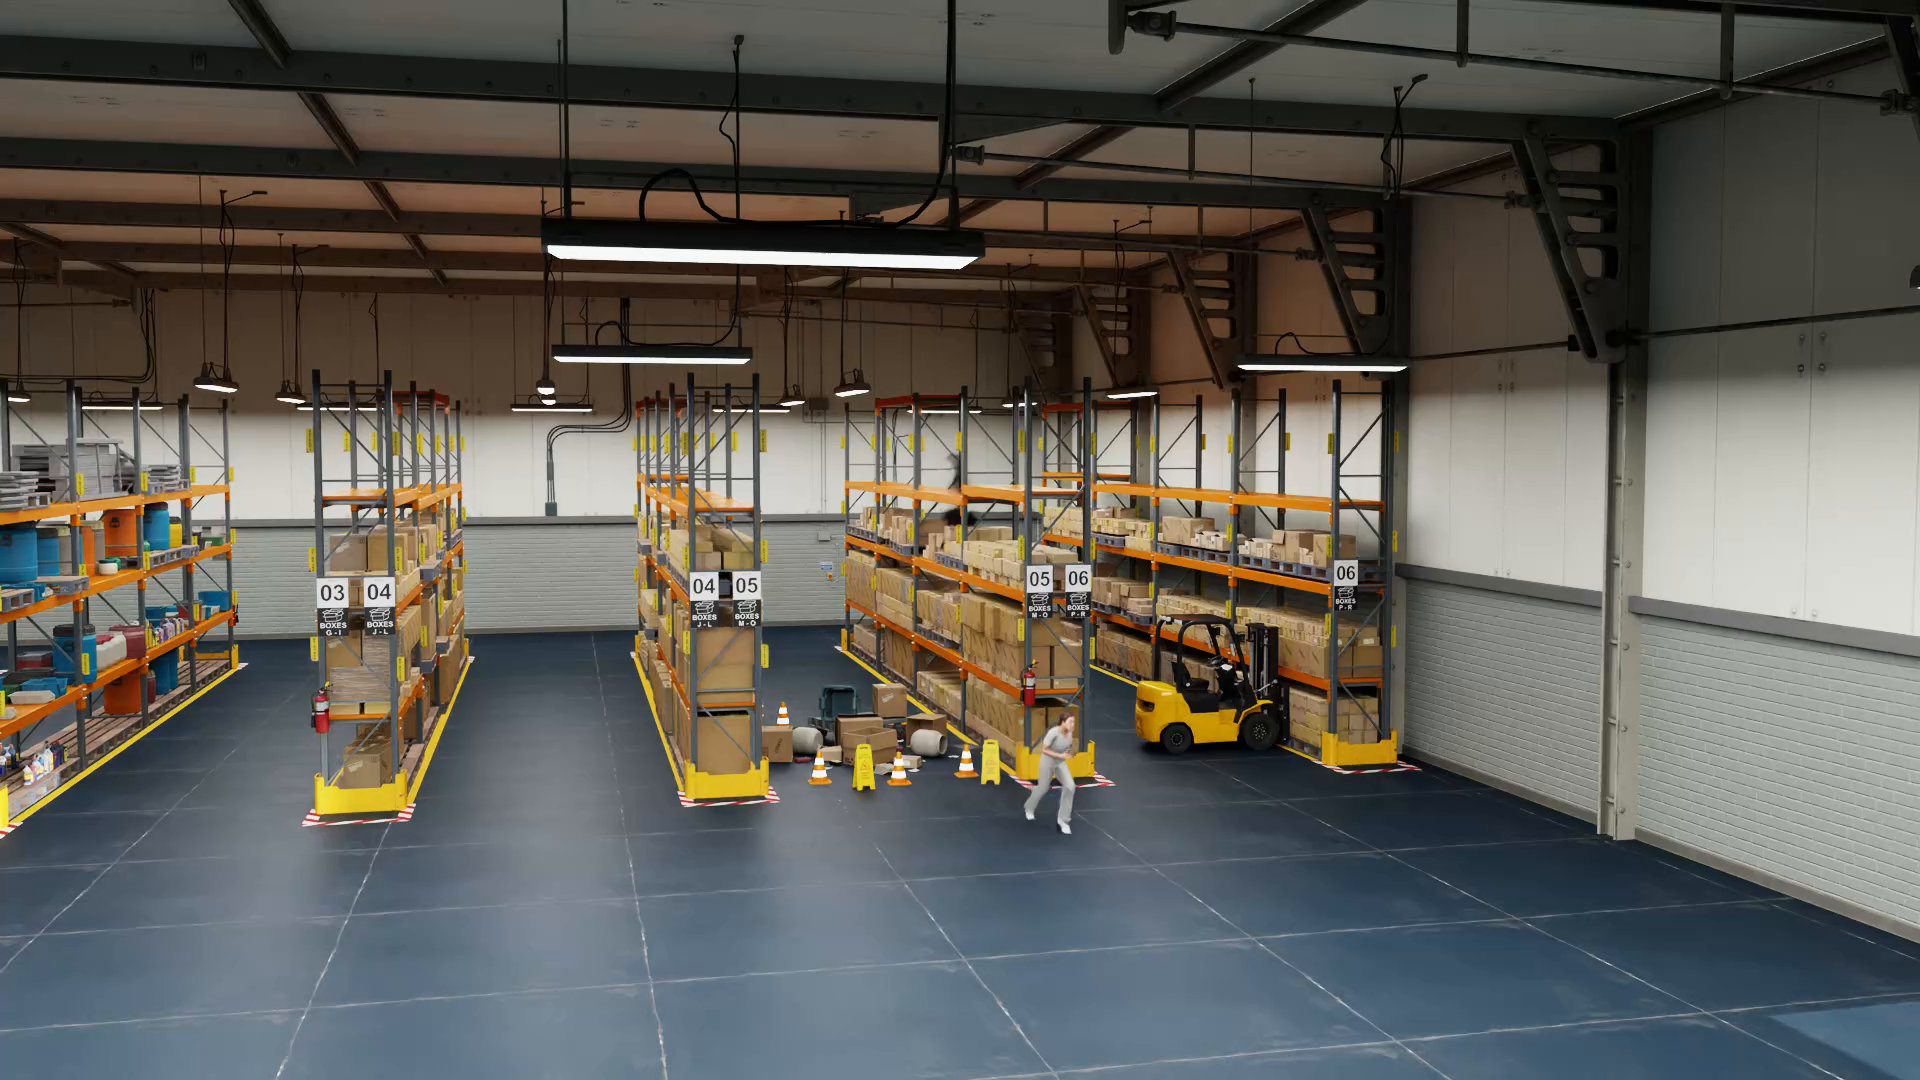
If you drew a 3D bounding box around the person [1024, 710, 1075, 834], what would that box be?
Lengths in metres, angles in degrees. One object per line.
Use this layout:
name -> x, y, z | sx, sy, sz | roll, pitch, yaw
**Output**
person -> 1.180, 2.983, 21.678 | 0.605, 1.624, 0.955 | -3, 4, -39
